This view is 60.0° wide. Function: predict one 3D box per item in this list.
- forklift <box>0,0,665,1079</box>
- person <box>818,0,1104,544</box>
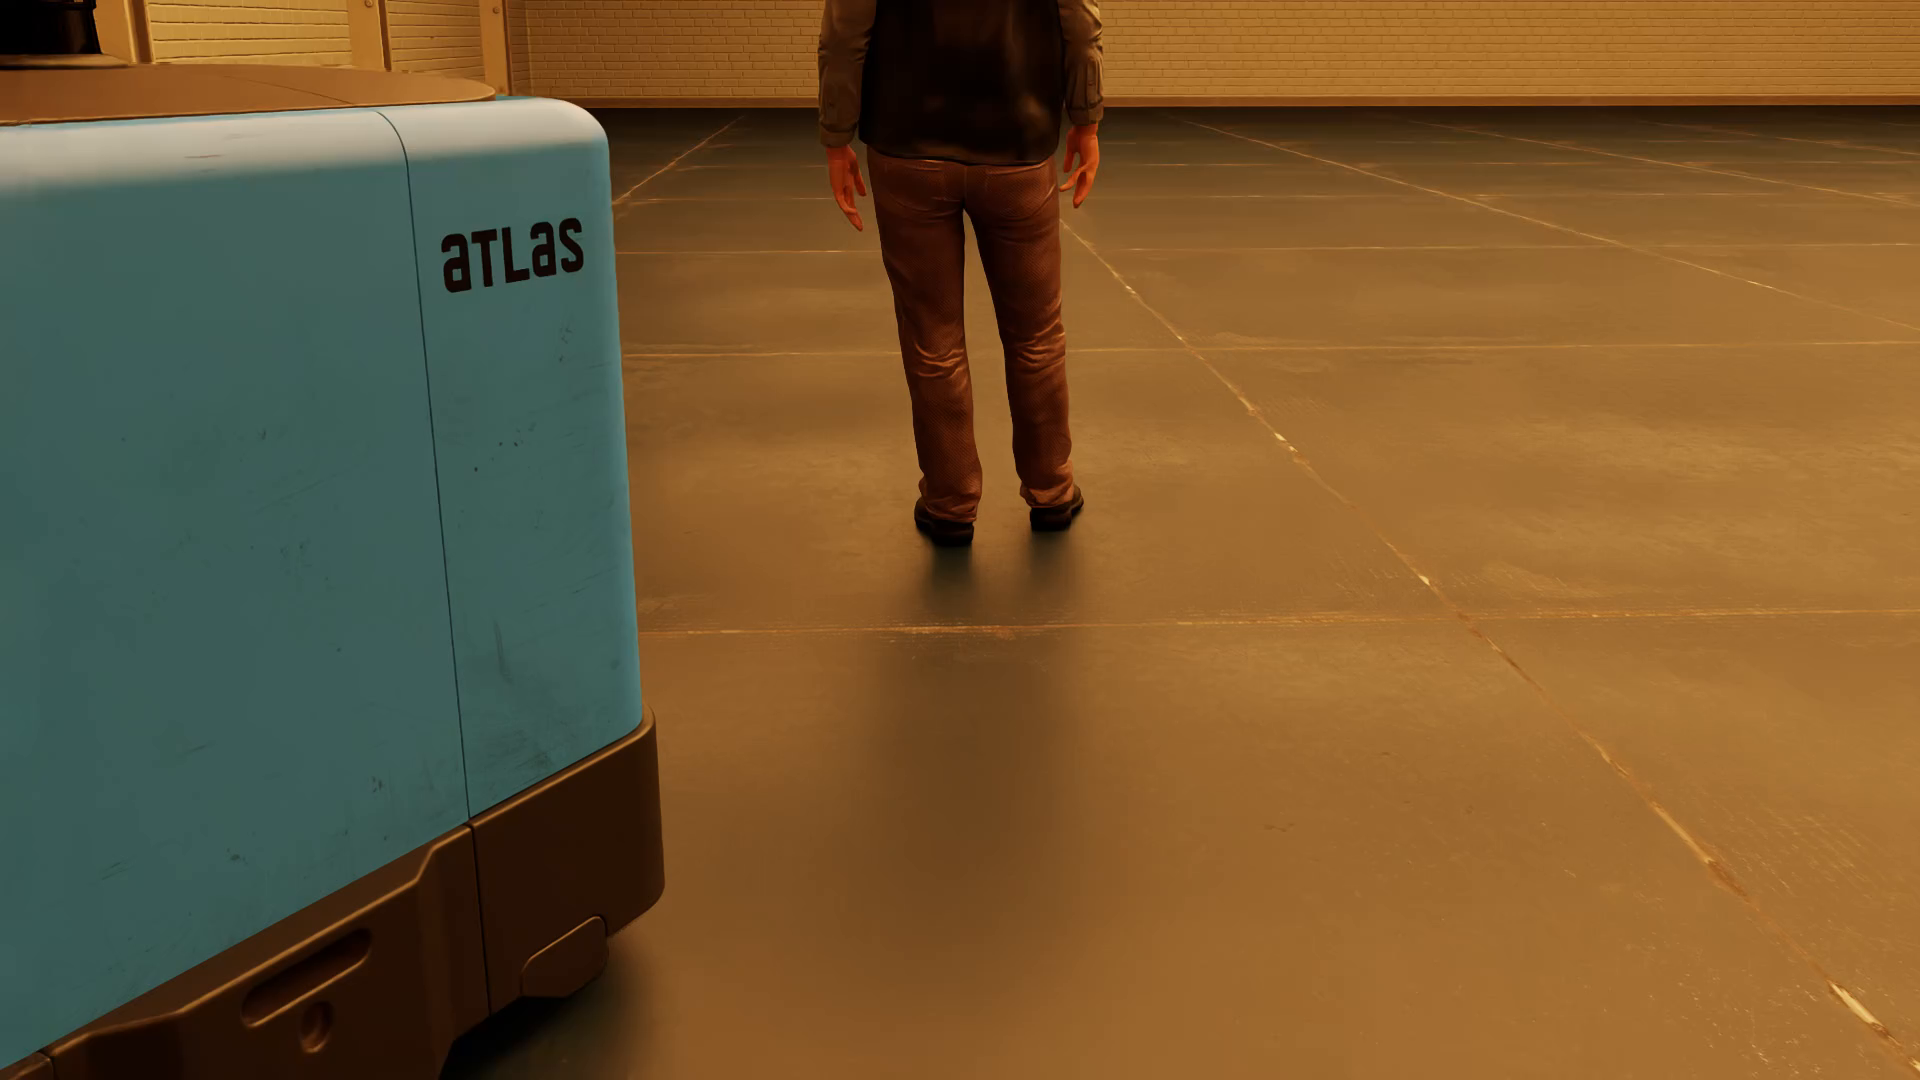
[{"bbox_3d":[-1.552,-0.576,0.790,1.130,2.935,3.031,9,19,28],"label":"forklift"},{"bbox_3d":[0.005,-0.848,3.724,0.632,1.720,0.568,-1,17,-3],"label":"person"}]
